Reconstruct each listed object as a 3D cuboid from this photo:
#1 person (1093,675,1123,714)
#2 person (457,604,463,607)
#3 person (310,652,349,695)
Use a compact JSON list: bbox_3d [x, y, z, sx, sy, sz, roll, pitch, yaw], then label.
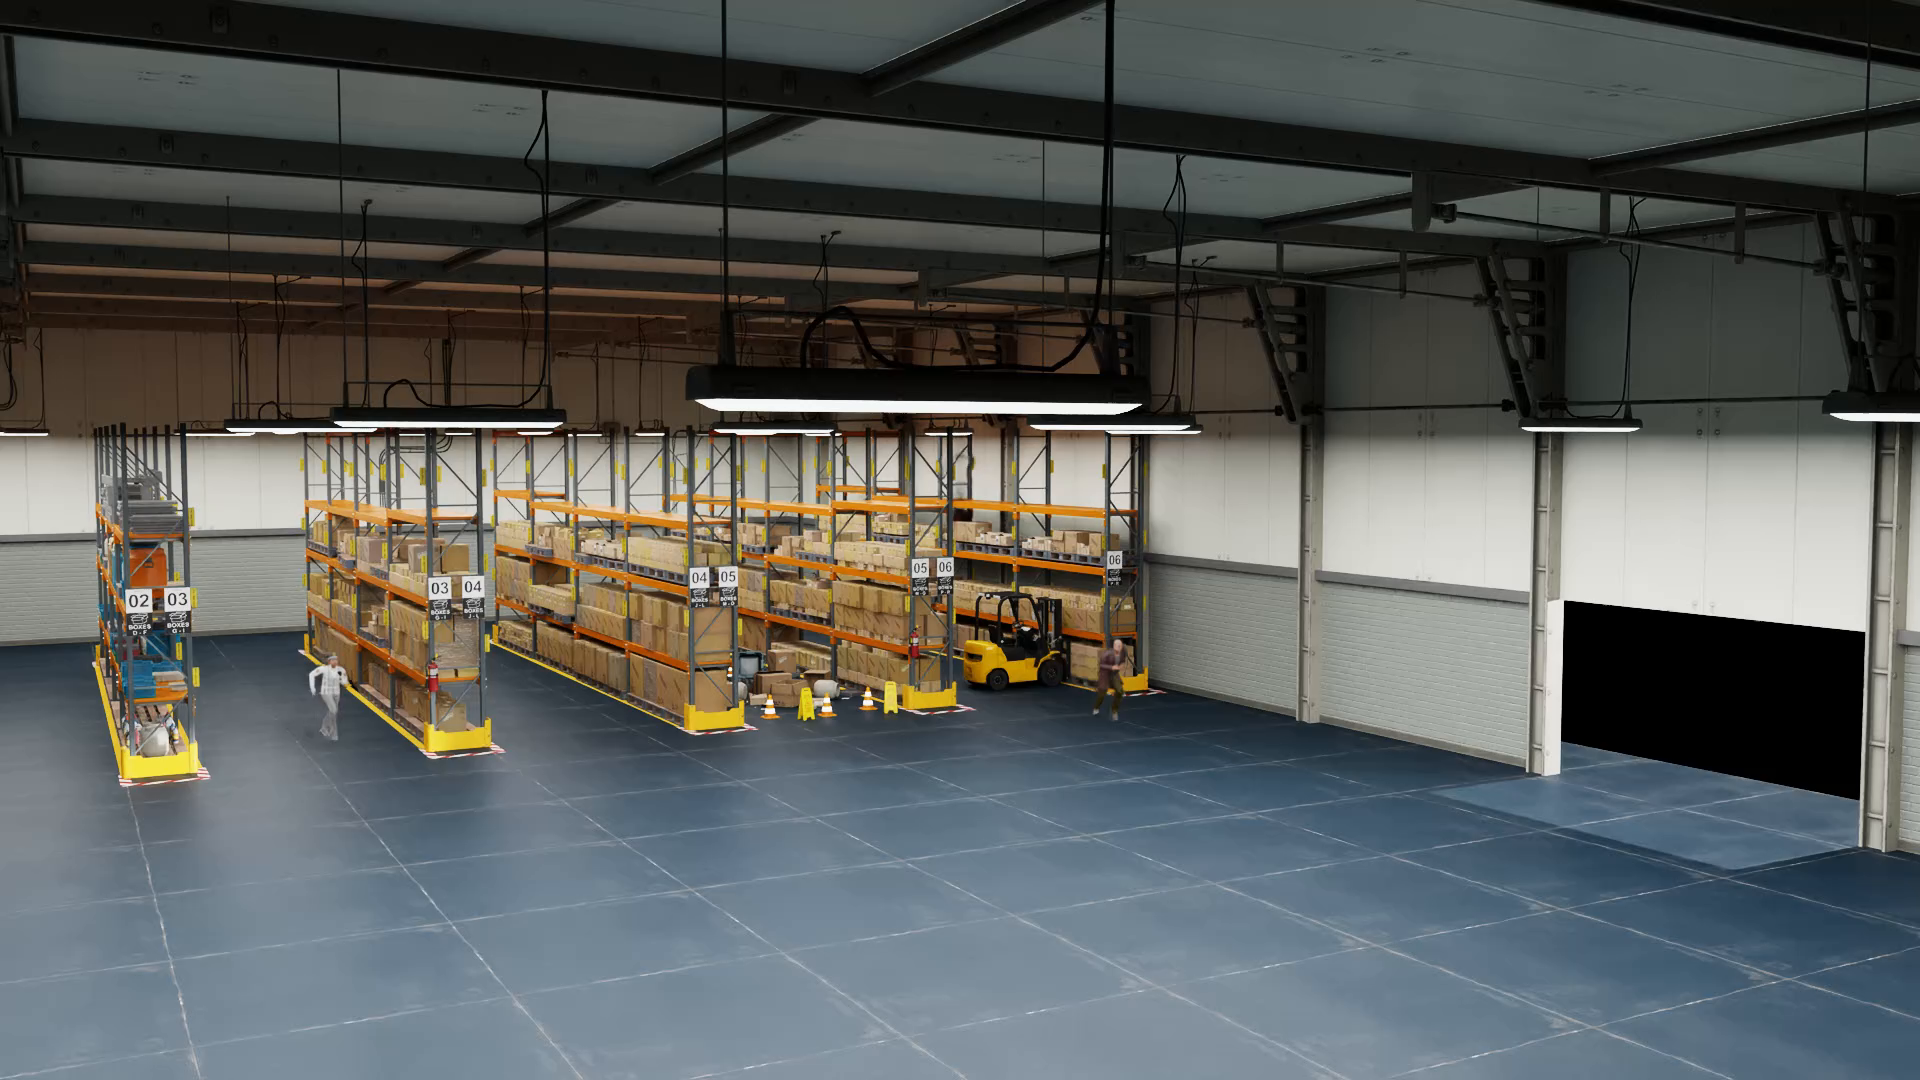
[{"bbox_3d":[3.013,3.059,34.080,0.374,0.929,0.876,-2,4,-28],"label":"person"},{"bbox_3d":[-13.420,2.165,44.533,0.566,1.741,0.550,-1,4,-23],"label":"person"},{"bbox_3d":[-11.908,2.532,31.527,0.638,0.822,0.605,-3,5,-44],"label":"person"}]
